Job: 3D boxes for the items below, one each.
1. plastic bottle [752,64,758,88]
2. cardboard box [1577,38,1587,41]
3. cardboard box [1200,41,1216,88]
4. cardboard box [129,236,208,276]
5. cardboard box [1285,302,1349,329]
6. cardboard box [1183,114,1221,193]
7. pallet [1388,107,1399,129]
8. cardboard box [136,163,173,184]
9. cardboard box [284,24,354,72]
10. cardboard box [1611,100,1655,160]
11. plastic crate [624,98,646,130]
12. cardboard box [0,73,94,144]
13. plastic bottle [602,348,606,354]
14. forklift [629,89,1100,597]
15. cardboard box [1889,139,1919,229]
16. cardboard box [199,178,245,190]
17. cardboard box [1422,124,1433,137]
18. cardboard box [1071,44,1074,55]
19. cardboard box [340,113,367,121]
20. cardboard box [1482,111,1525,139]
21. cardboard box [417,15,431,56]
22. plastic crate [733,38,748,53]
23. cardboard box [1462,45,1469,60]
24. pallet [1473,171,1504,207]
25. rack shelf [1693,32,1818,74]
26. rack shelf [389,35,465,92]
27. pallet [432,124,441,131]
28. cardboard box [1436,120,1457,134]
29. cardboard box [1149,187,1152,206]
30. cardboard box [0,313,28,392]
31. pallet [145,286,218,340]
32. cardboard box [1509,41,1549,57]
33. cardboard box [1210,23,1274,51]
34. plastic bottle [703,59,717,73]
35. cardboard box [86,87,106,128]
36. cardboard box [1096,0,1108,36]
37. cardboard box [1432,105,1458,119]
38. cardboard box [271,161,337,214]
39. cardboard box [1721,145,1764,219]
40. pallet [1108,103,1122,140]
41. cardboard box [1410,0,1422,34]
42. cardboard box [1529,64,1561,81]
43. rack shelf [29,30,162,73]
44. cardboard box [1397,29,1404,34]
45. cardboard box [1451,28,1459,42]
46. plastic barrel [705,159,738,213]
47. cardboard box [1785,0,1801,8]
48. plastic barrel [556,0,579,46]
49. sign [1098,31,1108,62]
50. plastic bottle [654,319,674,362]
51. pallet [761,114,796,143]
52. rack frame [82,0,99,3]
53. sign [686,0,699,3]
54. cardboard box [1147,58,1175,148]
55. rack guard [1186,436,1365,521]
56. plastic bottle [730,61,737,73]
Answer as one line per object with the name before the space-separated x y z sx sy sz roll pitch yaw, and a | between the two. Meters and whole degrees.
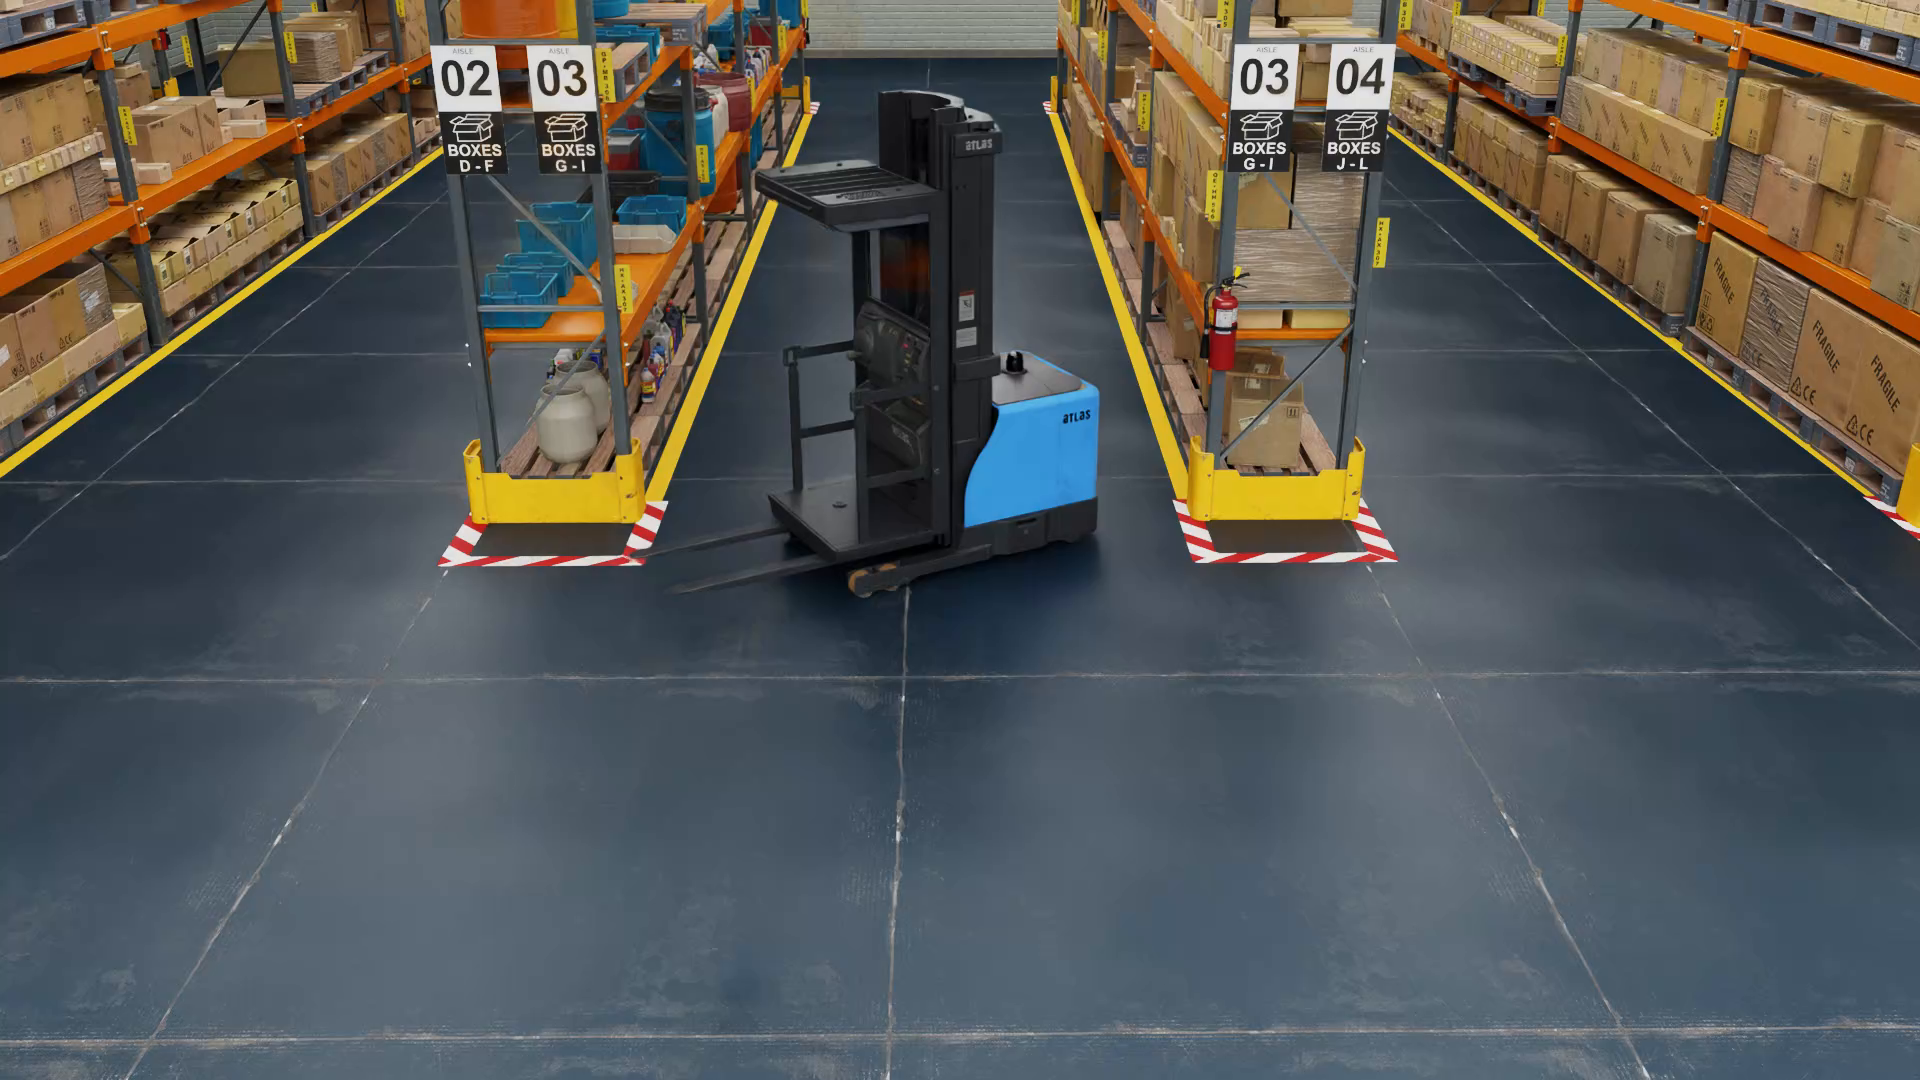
plastic bottle | -2.500 -5.647 20.237 0.061 0.283 0.133 0 24 -1
cardboard box | 7.246 -5.792 19.489 0.380 0.149 0.250 1 24 2
cardboard box | 1.927 -3.244 11.326 0.500 0.250 0.500 0 24 0
cardboard box | -7.510 -2.720 15.770 0.500 0.311 0.500 -1 24 -1
cardboard box | 2.430 -1.547 11.335 0.380 0.149 0.250 0 24 -1
cardboard box | 1.927 -2.817 12.143 0.500 0.500 0.500 0 24 -1
pallet | 6.955 -6.480 25.321 1.003 0.211 1.213 0 24 -1
cardboard box | -7.560 -3.400 15.432 0.380 0.149 0.250 0 24 -1
cardboard box | -7.761 -5.954 20.143 0.700 0.500 0.500 -6 25 -14
cardboard box | 6.820 -4.057 16.458 0.500 0.500 0.500 -1 24 -1
plastic crate | -3.134 -4.179 16.772 0.402 0.464 0.583 0 24 -1
cardboard box | -7.744 -3.602 13.878 0.700 0.500 0.500 0 24 0
plastic bottle | -3.085 -1.732 14.217 0.097 0.271 0.097 0 24 0
forklift | -0.611 -1.224 10.400 3.031 2.935 1.130 -13 27 -26
cardboard box | 7.092 -2.463 11.564 0.875 0.550 0.550 0 24 -1
cardboard box | -8.086 -3.773 18.099 0.500 0.311 0.500 1 24 1
cardboard box | 6.693 -5.737 23.244 0.380 0.149 0.250 -1 24 -2
cardboard box | 1.727 -6.709 22.749 0.380 0.149 0.250 -1 24 -1
cardboard box | -8.080 -5.306 21.840 0.500 0.500 0.500 -1 24 -3
cardboard box | 6.778 -5.127 20.560 0.500 0.250 0.500 1 24 1
cardboard box | -7.584 -6.912 22.772 0.500 0.500 0.500 0 24 0
plastic crate | -3.170 -6.827 22.966 0.437 0.125 0.590 0 24 -1
cardboard box | 6.577 -6.163 21.033 0.380 0.149 0.250 0 24 0
pallet | 7.051 -4.373 20.662 1.003 0.211 1.213 0 24 -1
rack shelf | 11.951 -7.028 24.023 1.077 0.370 4.000 0 24 -1
rack shelf | -7.864 -6.941 23.830 1.077 0.370 4.000 0 24 -1
pallet | -7.865 -5.961 24.174 1.003 0.211 1.213 0 24 -1
cardboard box | 6.703 -5.624 22.635 0.380 0.149 0.250 0 24 0
cardboard box | 1.853 -2.987 14.518 0.380 0.149 0.250 0 24 -1
cardboard box | -7.520 -1.414 12.653 0.500 0.500 0.500 0 24 -1
pallet | -7.802 -2.181 15.816 1.003 0.211 1.213 0 24 -1
cardboard box | 6.595 -5.689 19.262 0.380 0.149 0.250 0 24 1
cardboard box | 1.881 -3.356 11.088 0.380 0.149 0.250 -1 24 -3
plastic bottle | -3.103 -5.835 20.663 0.152 0.276 0.135 0 24 -1
cardboard box | -12.706 -6.200 23.843 0.700 0.500 0.500 0 24 1
cardboard box | 2.075 -6.444 20.520 0.797 0.503 0.637 0 24 0
cardboard box | 6.718 -5.882 22.844 0.380 0.149 0.250 0 24 0
cardboard box | -7.517 -4.047 19.057 0.500 0.500 0.500 1 24 2
cardboard box | 7.128 -3.088 14.256 0.875 0.550 0.550 0 24 -1
pallet | 2.222 -4.459 17.701 1.213 0.211 1.003 0 24 -1
cardboard box | 6.745 -7.479 23.664 0.500 0.500 0.500 -1 24 -2
cardboard box | 6.608 -5.234 18.617 0.380 0.149 0.250 0 24 1
rack shelf | -12.817 -6.917 23.777 1.077 0.370 4.000 0 24 -1
cardboard box | 6.650 -7.651 24.832 0.380 0.149 0.250 -1 24 -2
cardboard box | 6.569 -6.516 21.452 0.380 0.149 0.250 0 24 0
plastic barrel | -2.868 -4.221 19.067 0.600 0.830 0.708 0 24 -1
cardboard box | 6.782 -4.300 13.151 0.380 0.149 0.250 0 24 -1
plastic barrel | -2.897 -3.634 11.266 0.600 0.588 0.600 0 24 0
sign | 1.552 -5.363 18.063 0.100 0.325 0.005 0 24 -1
plastic bottle | -2.501 -1.686 14.019 0.144 0.351 0.185 0 24 -1
pallet | -2.952 -6.002 24.263 1.003 0.211 1.213 0 24 -1
rack frame | -7.755 -5.881 13.334 1.000 3.000 0.127 0 24 -1
sign | -2.251 -4.537 13.992 0.100 0.325 0.005 0 24 -1
cardboard box | 2.282 -3.984 15.181 1.000 1.000 1.000 0 24 0
rack guard | 2.194 -0.435 11.605 1.175 0.500 0.348 0 24 -1
plastic bottle | -2.690 -5.555 19.953 0.144 0.351 0.185 0 24 -1
